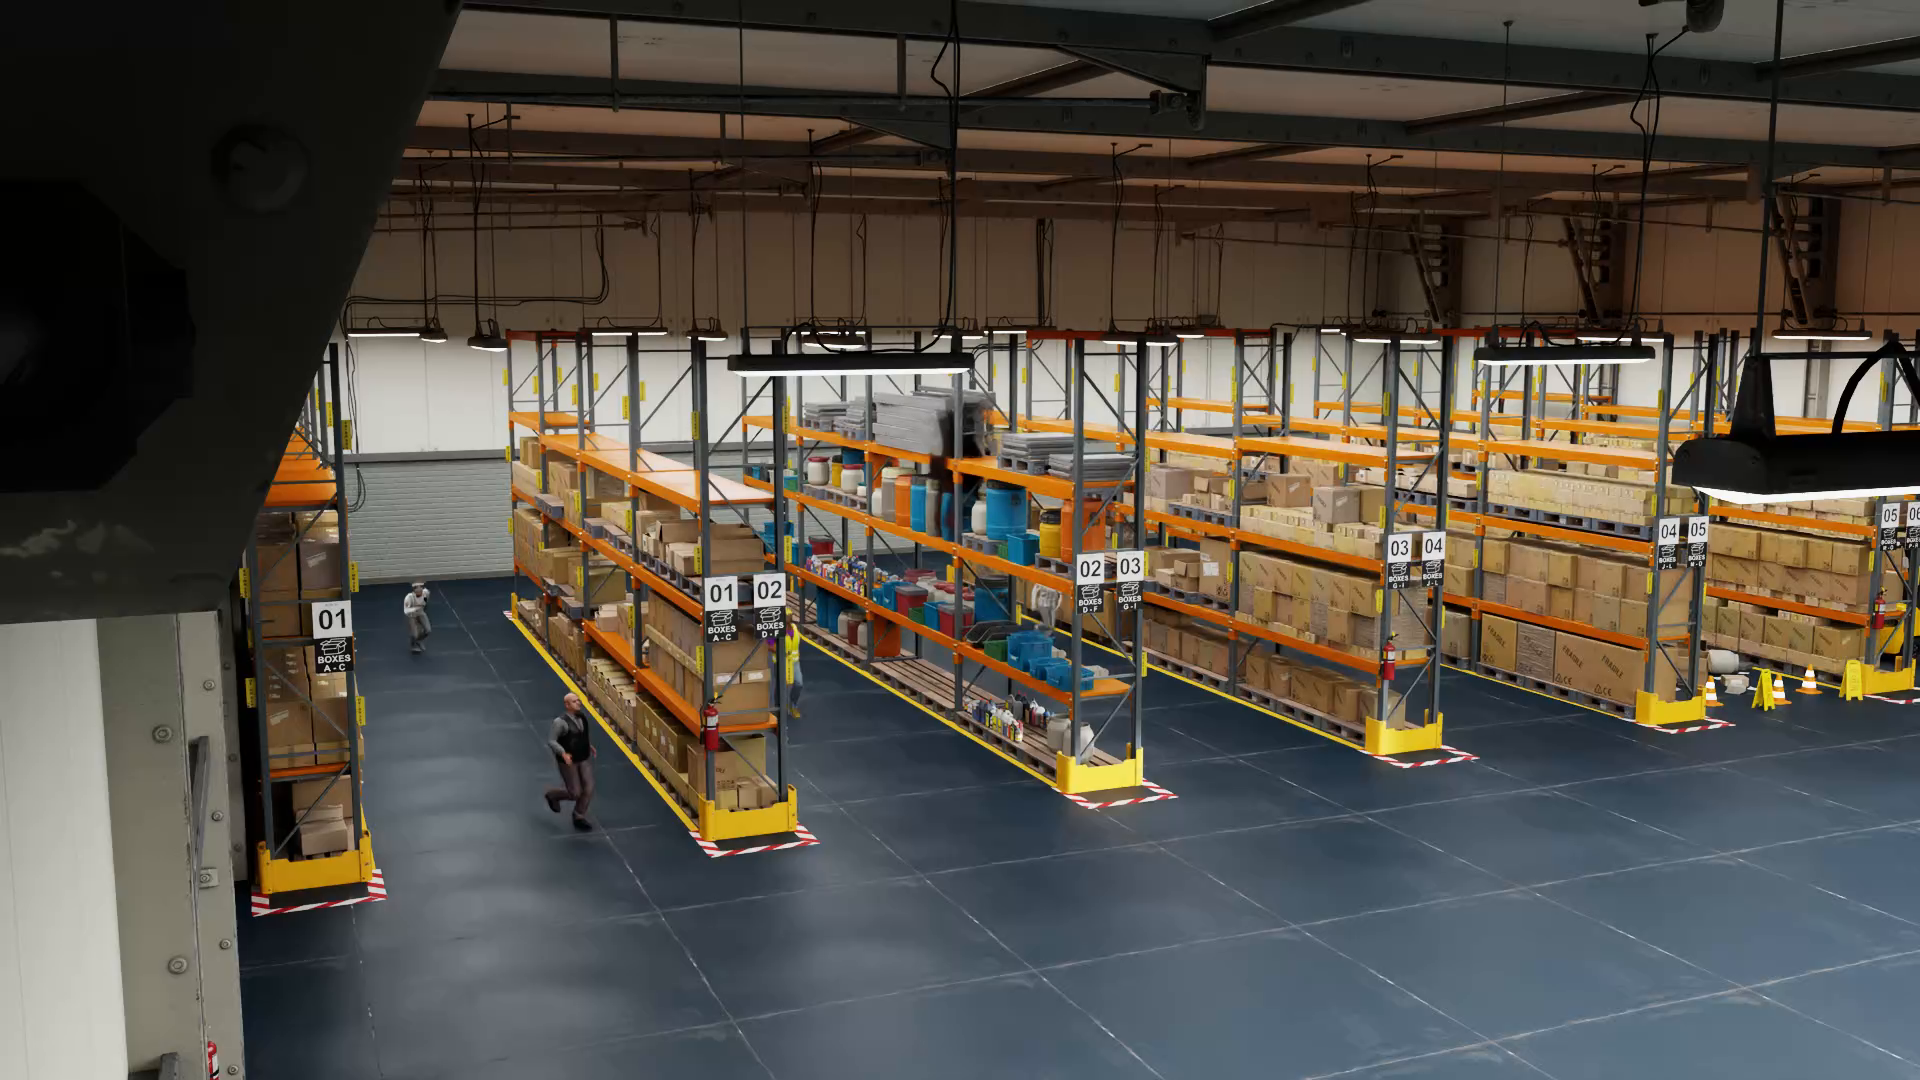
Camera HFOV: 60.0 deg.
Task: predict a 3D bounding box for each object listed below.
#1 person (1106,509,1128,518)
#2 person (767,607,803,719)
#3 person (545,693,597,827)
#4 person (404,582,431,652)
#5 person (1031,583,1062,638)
[{"bbox_3d":[4.016,-0.412,43.347,0.724,1.736,0.703,4,9,24],"label":"person"},{"bbox_3d":[-2.723,1.939,26.057,0.675,1.802,0.733,-5,9,-32],"label":"person"},{"bbox_3d":[-4.841,2.716,20.631,0.687,1.676,0.672,5,9,34],"label":"person"},{"bbox_3d":[-10.087,1.436,30.928,0.612,1.392,0.935,-7,10,-40],"label":"person"},{"bbox_3d":[1.640,1.253,31.549,0.602,1.623,0.617,-5,9,-34],"label":"person"}]
